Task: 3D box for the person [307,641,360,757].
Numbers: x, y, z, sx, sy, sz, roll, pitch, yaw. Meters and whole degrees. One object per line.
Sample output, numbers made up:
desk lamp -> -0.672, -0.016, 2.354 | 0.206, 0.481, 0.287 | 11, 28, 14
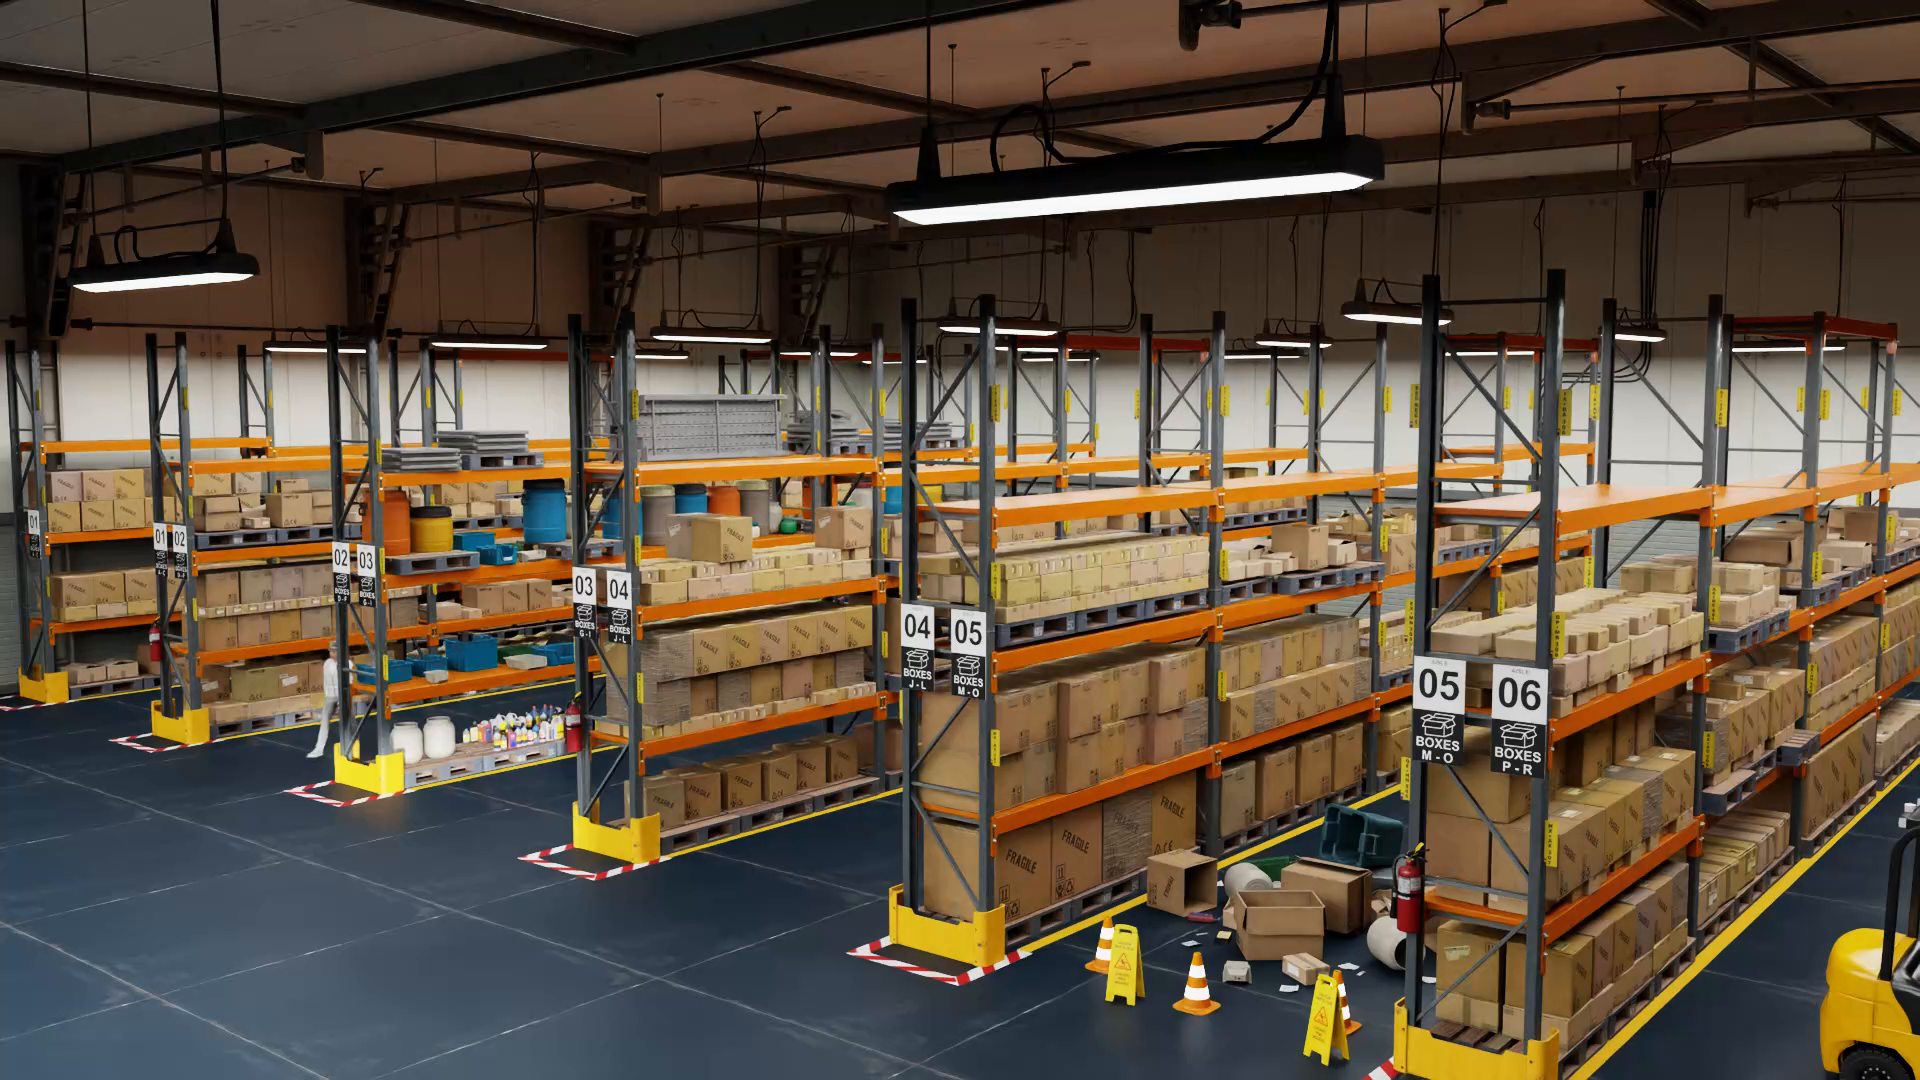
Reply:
person -> -8.807, 2.222, 23.482 | 0.505, 1.614, 0.987 | 0, 5, 4
